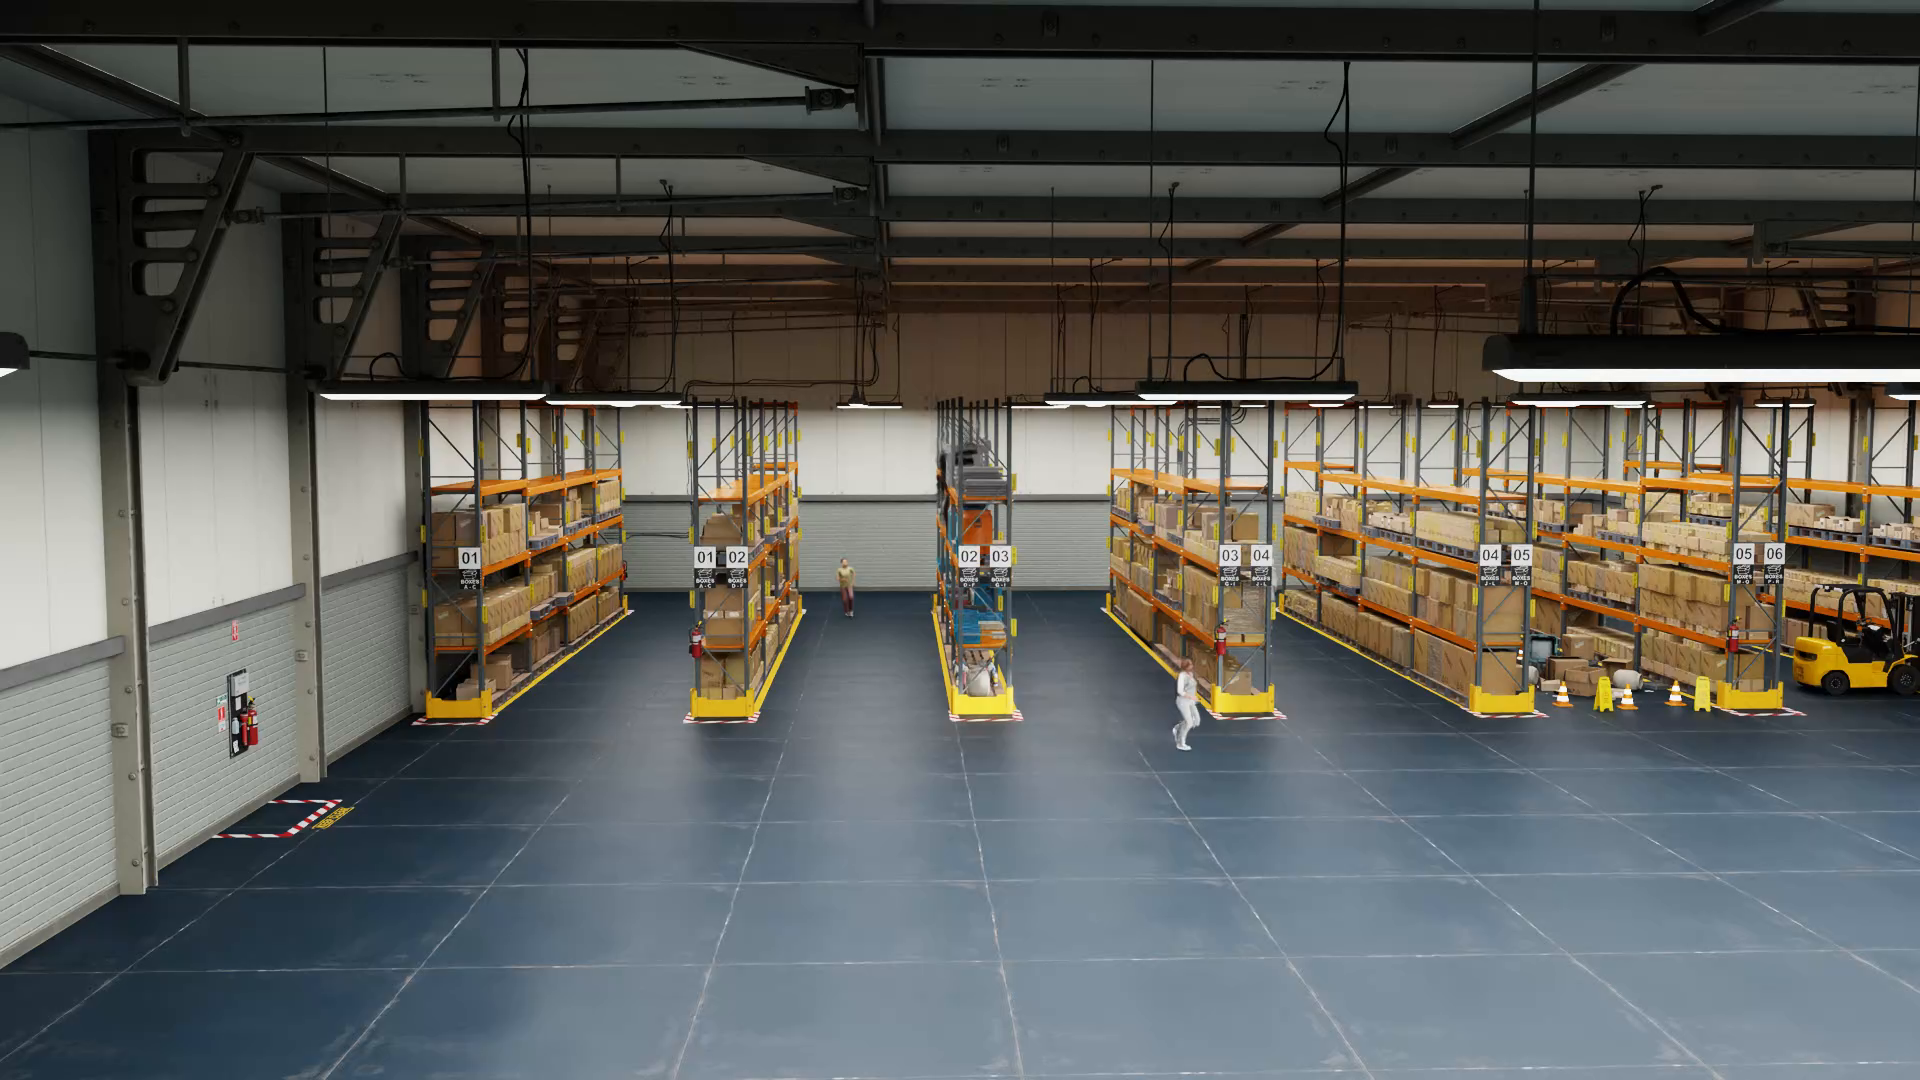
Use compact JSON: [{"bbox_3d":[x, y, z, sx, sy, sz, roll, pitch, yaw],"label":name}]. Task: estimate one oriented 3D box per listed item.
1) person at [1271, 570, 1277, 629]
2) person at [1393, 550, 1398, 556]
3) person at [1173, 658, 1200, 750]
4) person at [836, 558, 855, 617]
[{"bbox_3d":[8.065,1.419,43.832,0.707,1.768,1.051,0,4,-3],"label":"person"},{"bbox_3d":[13.047,1.090,49.269,0.720,1.711,0.618,1,4,10],"label":"person"},{"bbox_3d":[3.843,2.771,28.139,0.564,1.557,0.584,3,5,32],"label":"person"},{"bbox_3d":[-3.185,1.327,46.360,0.537,1.660,0.648,-1,4,-7],"label":"person"}]
